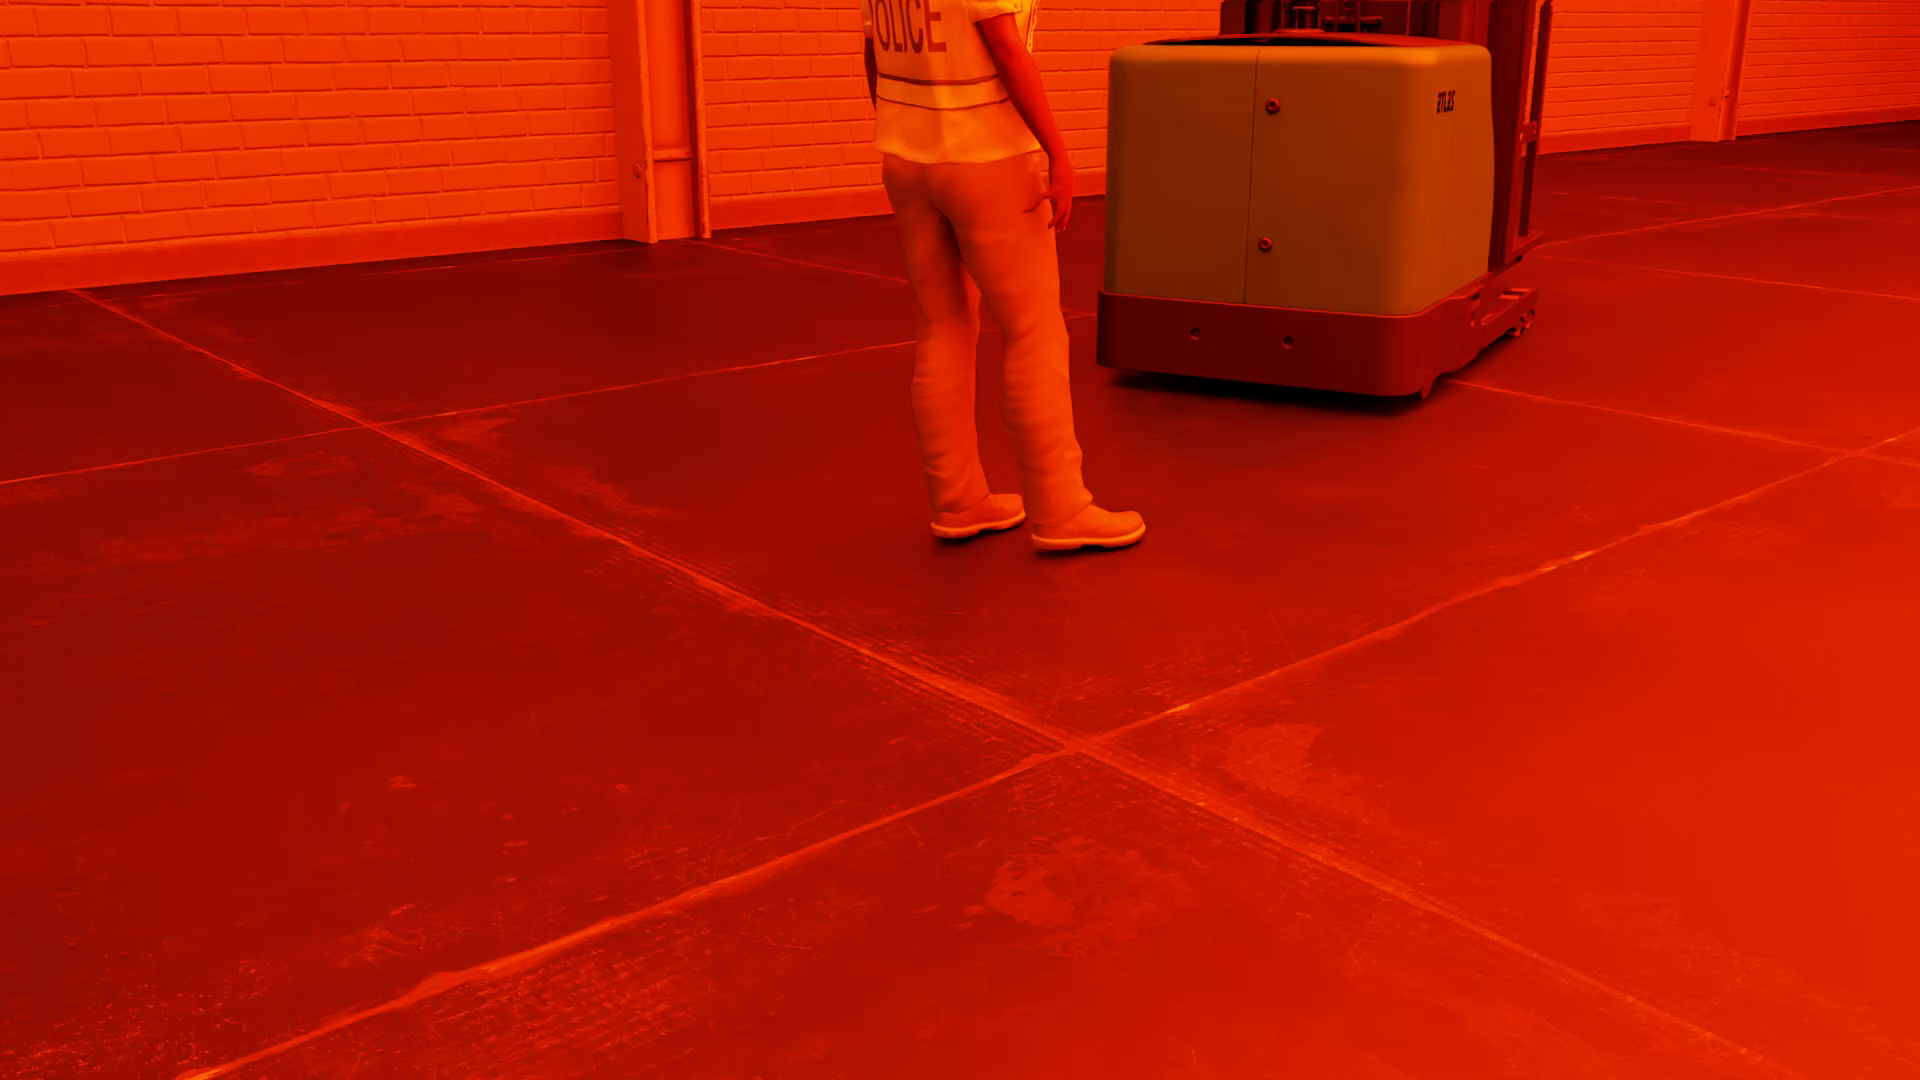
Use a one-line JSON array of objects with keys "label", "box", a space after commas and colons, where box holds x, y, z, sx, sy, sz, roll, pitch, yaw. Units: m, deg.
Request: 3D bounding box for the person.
[{"label": "person", "box": [0.070, -0.825, 3.625, 0.530, 1.695, 0.570, -14, 22, -38]}]

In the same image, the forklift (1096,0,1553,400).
[{"label": "forklift", "box": [1.599, -2.221, 6.038, 1.130, 2.935, 3.031, 9, 20, 27]}]
